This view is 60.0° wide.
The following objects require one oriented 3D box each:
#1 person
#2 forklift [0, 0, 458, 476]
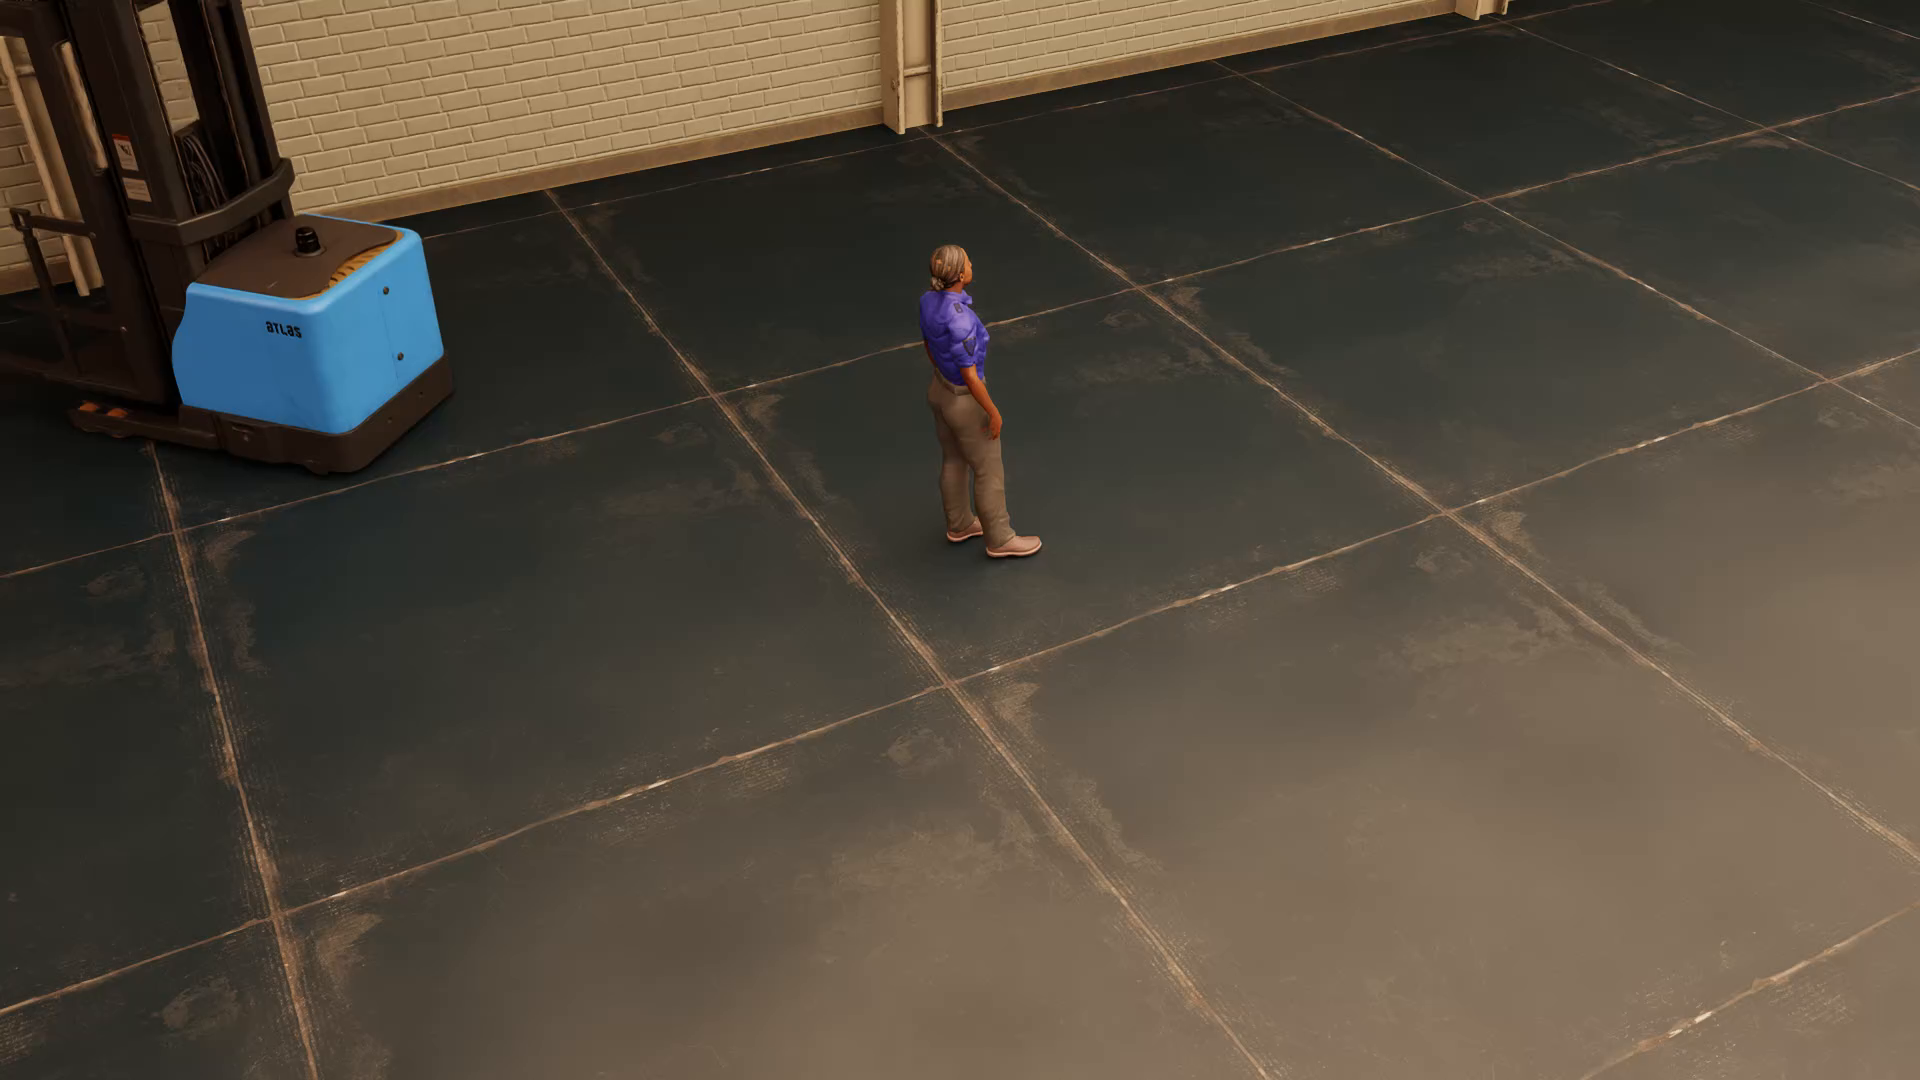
[{"bbox_3d":[0.087,-0.695,8.200,0.503,1.655,0.570,-17,39,-23],"label":"person"},{"bbox_3d":[-4.531,-2.049,9.022,3.031,2.935,1.130,11,37,15],"label":"forklift"}]
